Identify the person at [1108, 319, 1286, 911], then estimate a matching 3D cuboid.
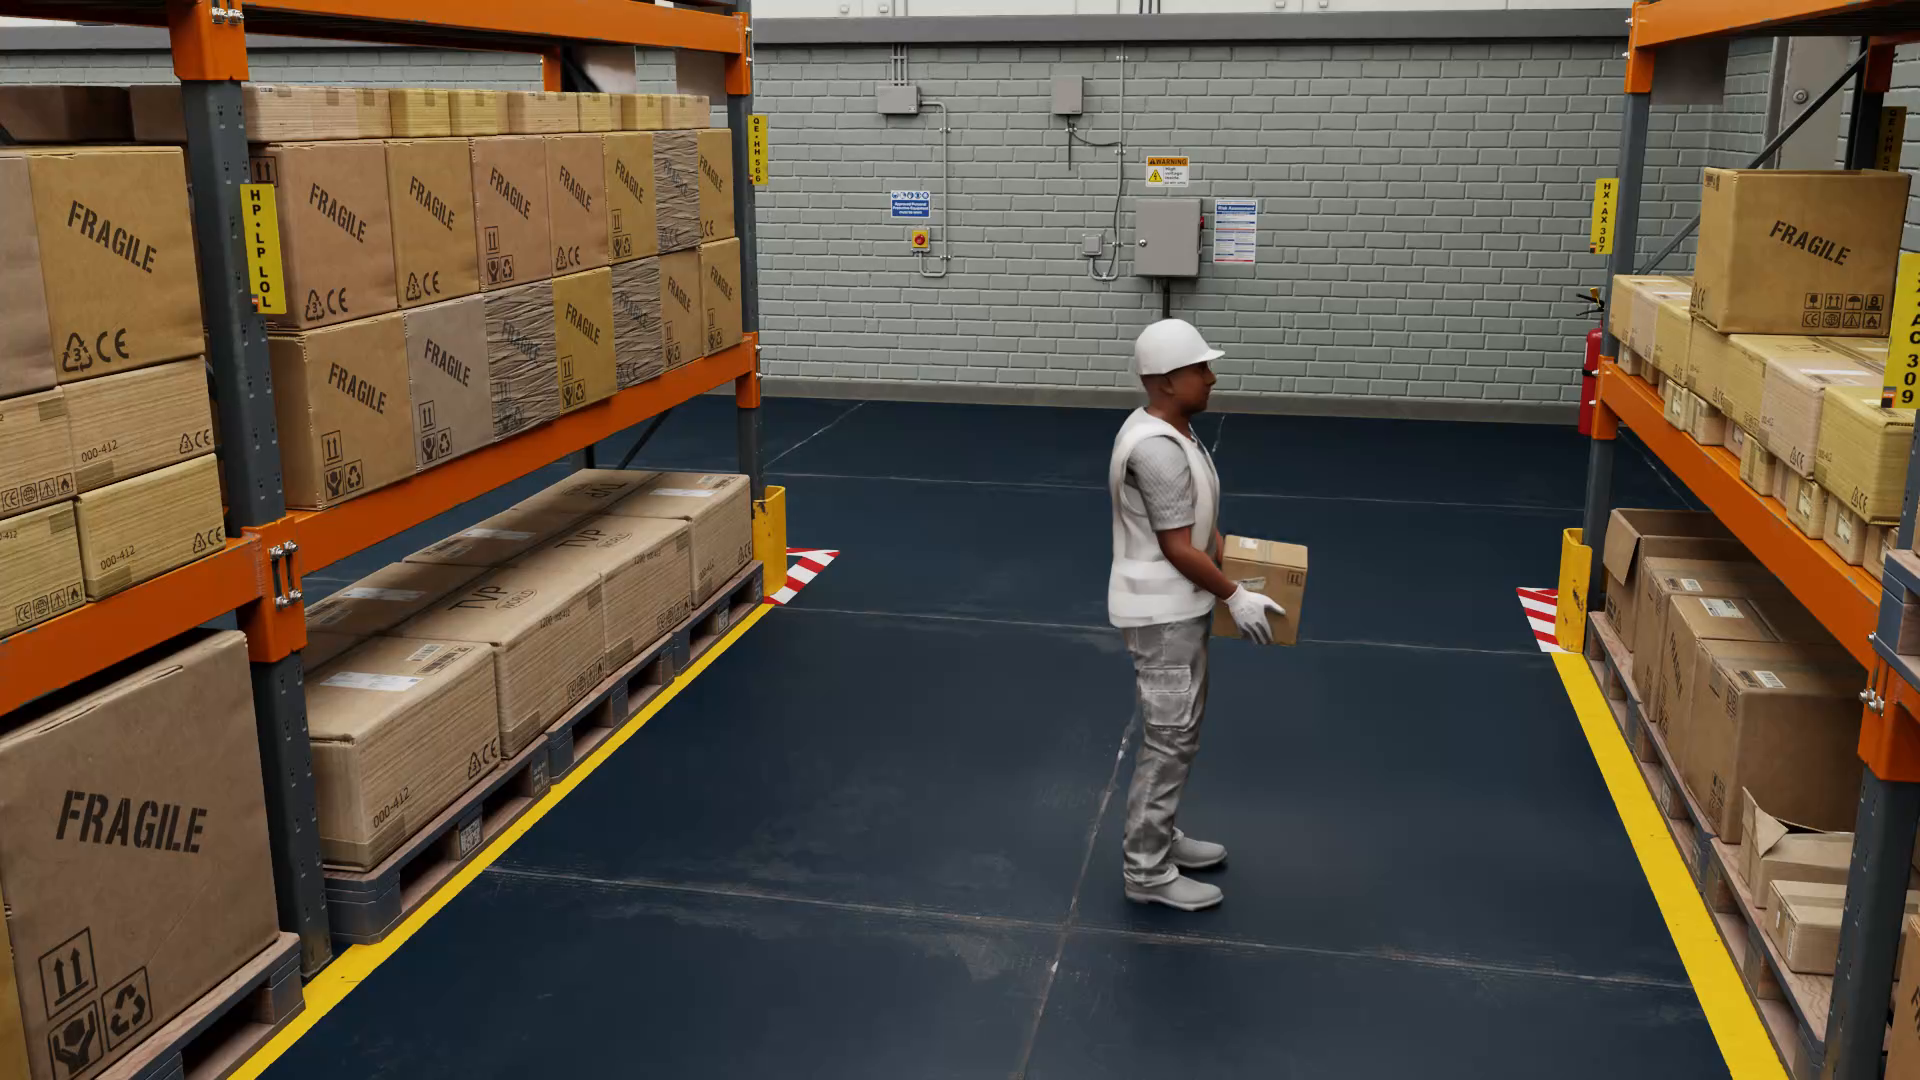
[{"bbox_3d":[0.724,0.223,5.100,0.541,1.789,0.532,3,15,11],"label":"person"}]
